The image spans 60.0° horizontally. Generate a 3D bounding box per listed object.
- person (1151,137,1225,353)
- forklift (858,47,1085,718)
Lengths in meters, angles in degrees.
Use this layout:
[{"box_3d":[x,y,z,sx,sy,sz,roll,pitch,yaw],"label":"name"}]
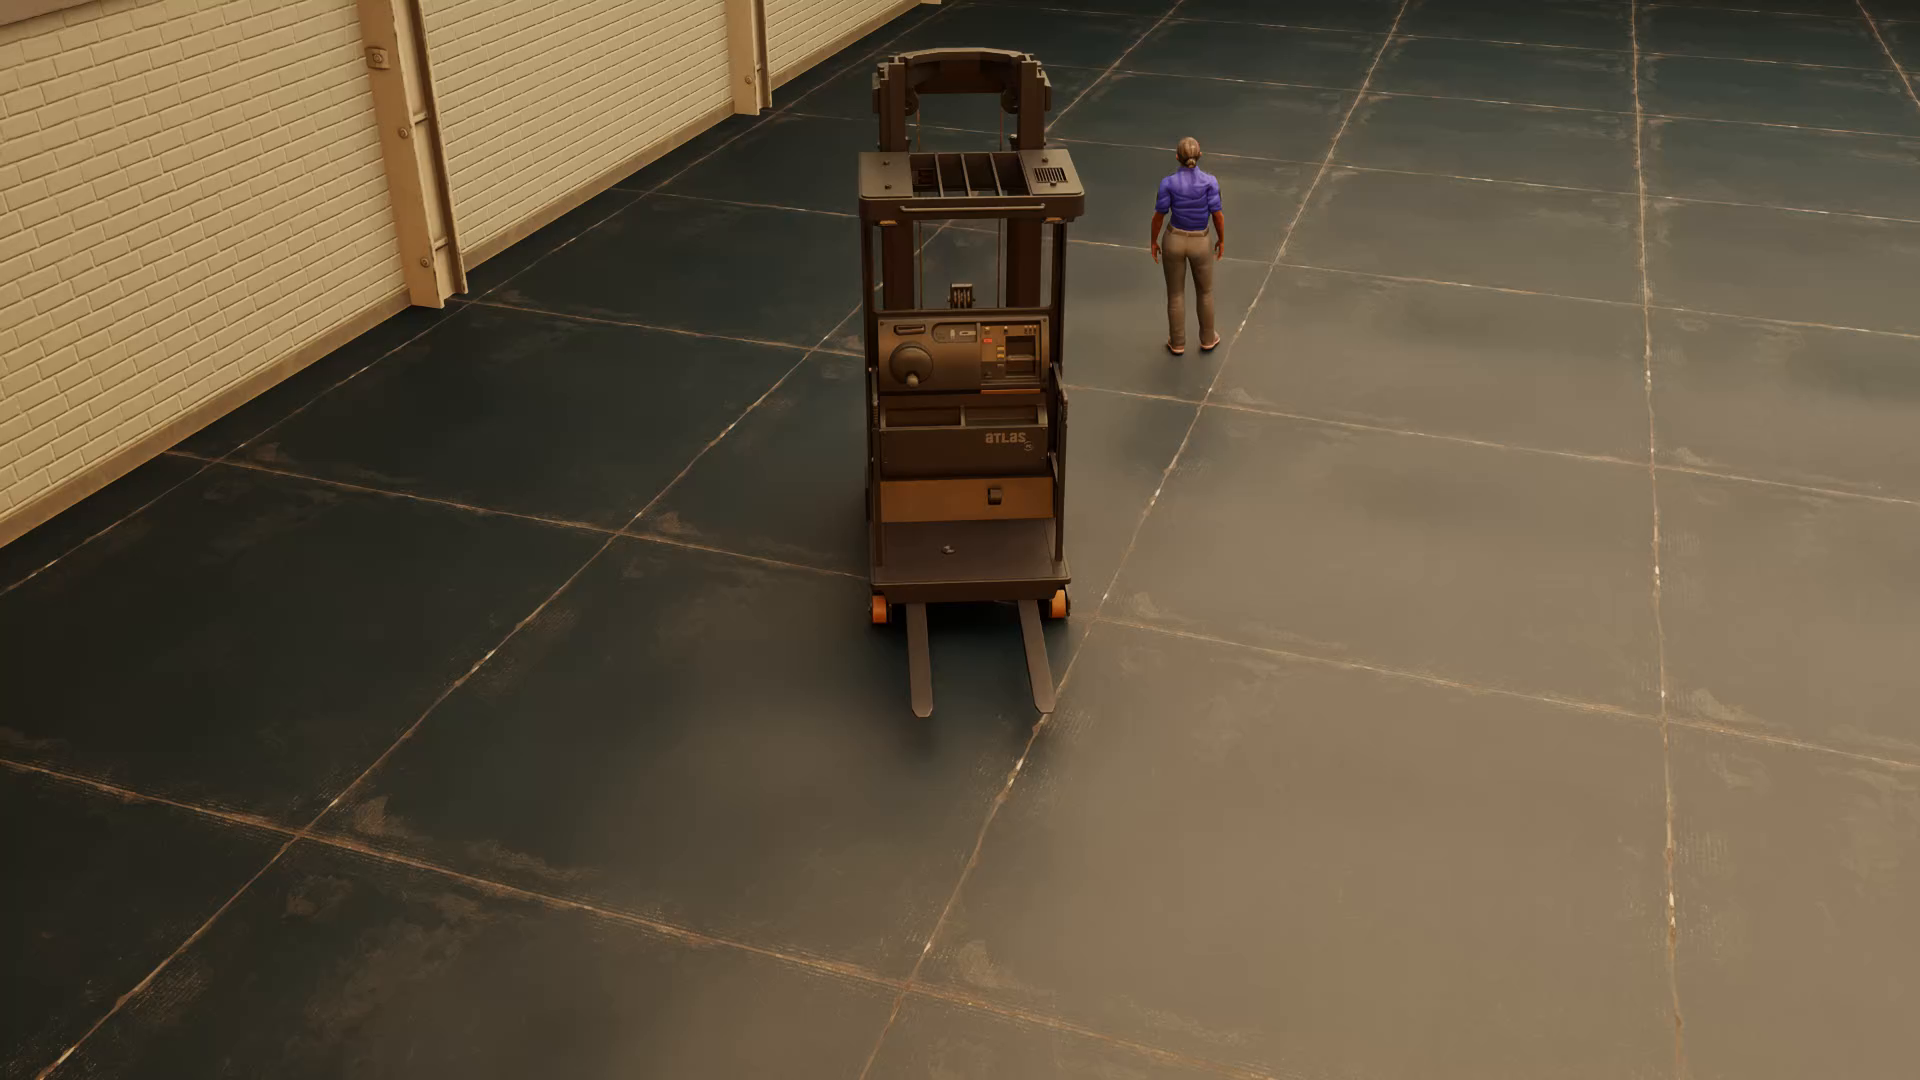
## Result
[{"box_3d":[1.687,-2.181,12.238,0.569,1.654,0.504,4,30,7],"label":"person"},{"box_3d":[0.035,-0.972,8.842,1.130,2.935,3.031,-2,30,-3],"label":"forklift"}]
